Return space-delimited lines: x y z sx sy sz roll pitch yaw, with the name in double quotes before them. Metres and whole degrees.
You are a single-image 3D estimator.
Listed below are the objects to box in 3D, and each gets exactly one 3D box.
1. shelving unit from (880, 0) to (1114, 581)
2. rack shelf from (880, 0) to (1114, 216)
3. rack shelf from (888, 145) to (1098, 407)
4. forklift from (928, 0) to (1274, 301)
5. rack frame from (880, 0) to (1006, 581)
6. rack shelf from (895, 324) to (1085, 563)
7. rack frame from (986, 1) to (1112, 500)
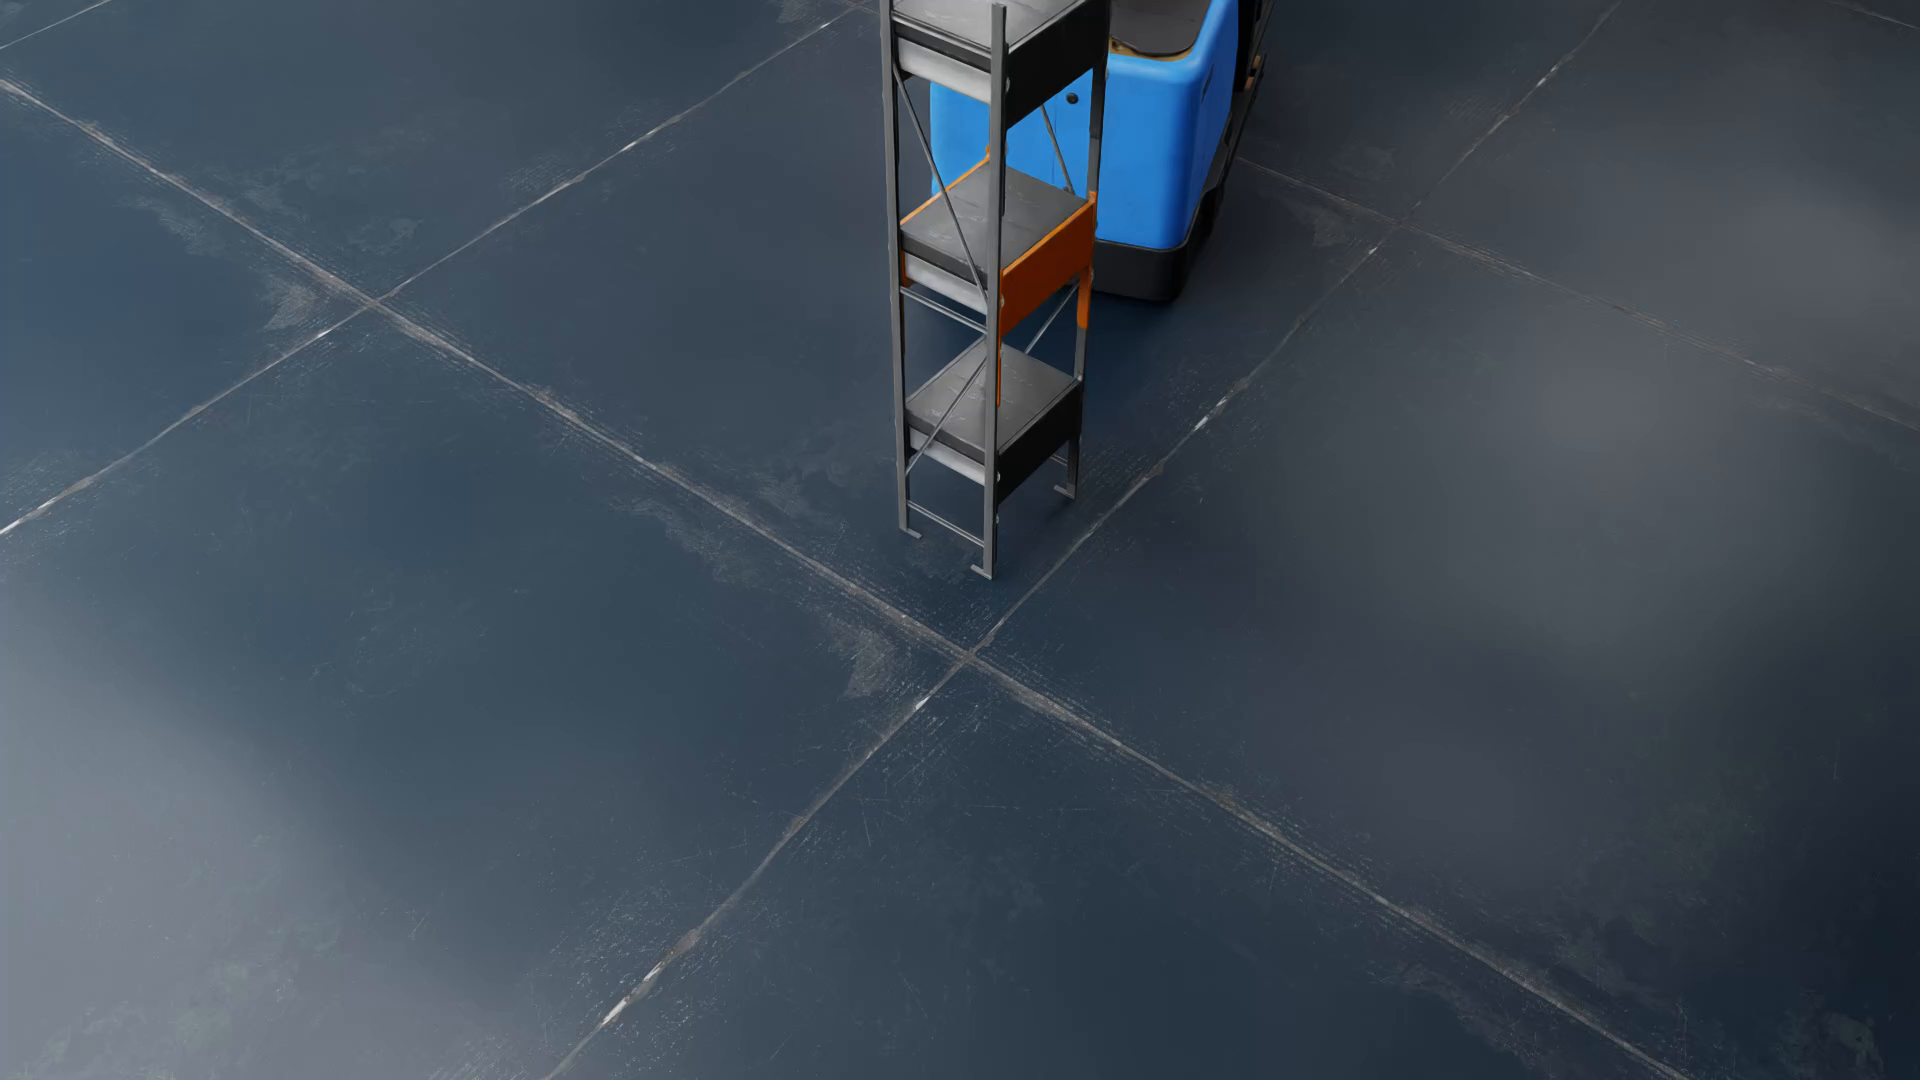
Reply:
"shelving unit" 0.101 -0.820 5.081 0.431 2.100 0.503 29 53 25
"rack shelf" 0.101 -1.294 4.585 0.431 0.518 0.480 29 53 25
"rack shelf" 0.101 -0.811 5.091 0.431 0.518 0.480 29 53 25
"forklift" 0.788 -3.041 6.628 1.130 2.935 3.031 12 48 12
"rack frame" -0.048 -0.680 4.948 0.400 2.100 0.015 29 53 25
"rack shelf" 0.101 -0.327 5.597 0.431 0.518 0.480 29 53 25
"rack frame" 0.250 -0.960 5.215 0.400 2.100 0.015 29 53 25
